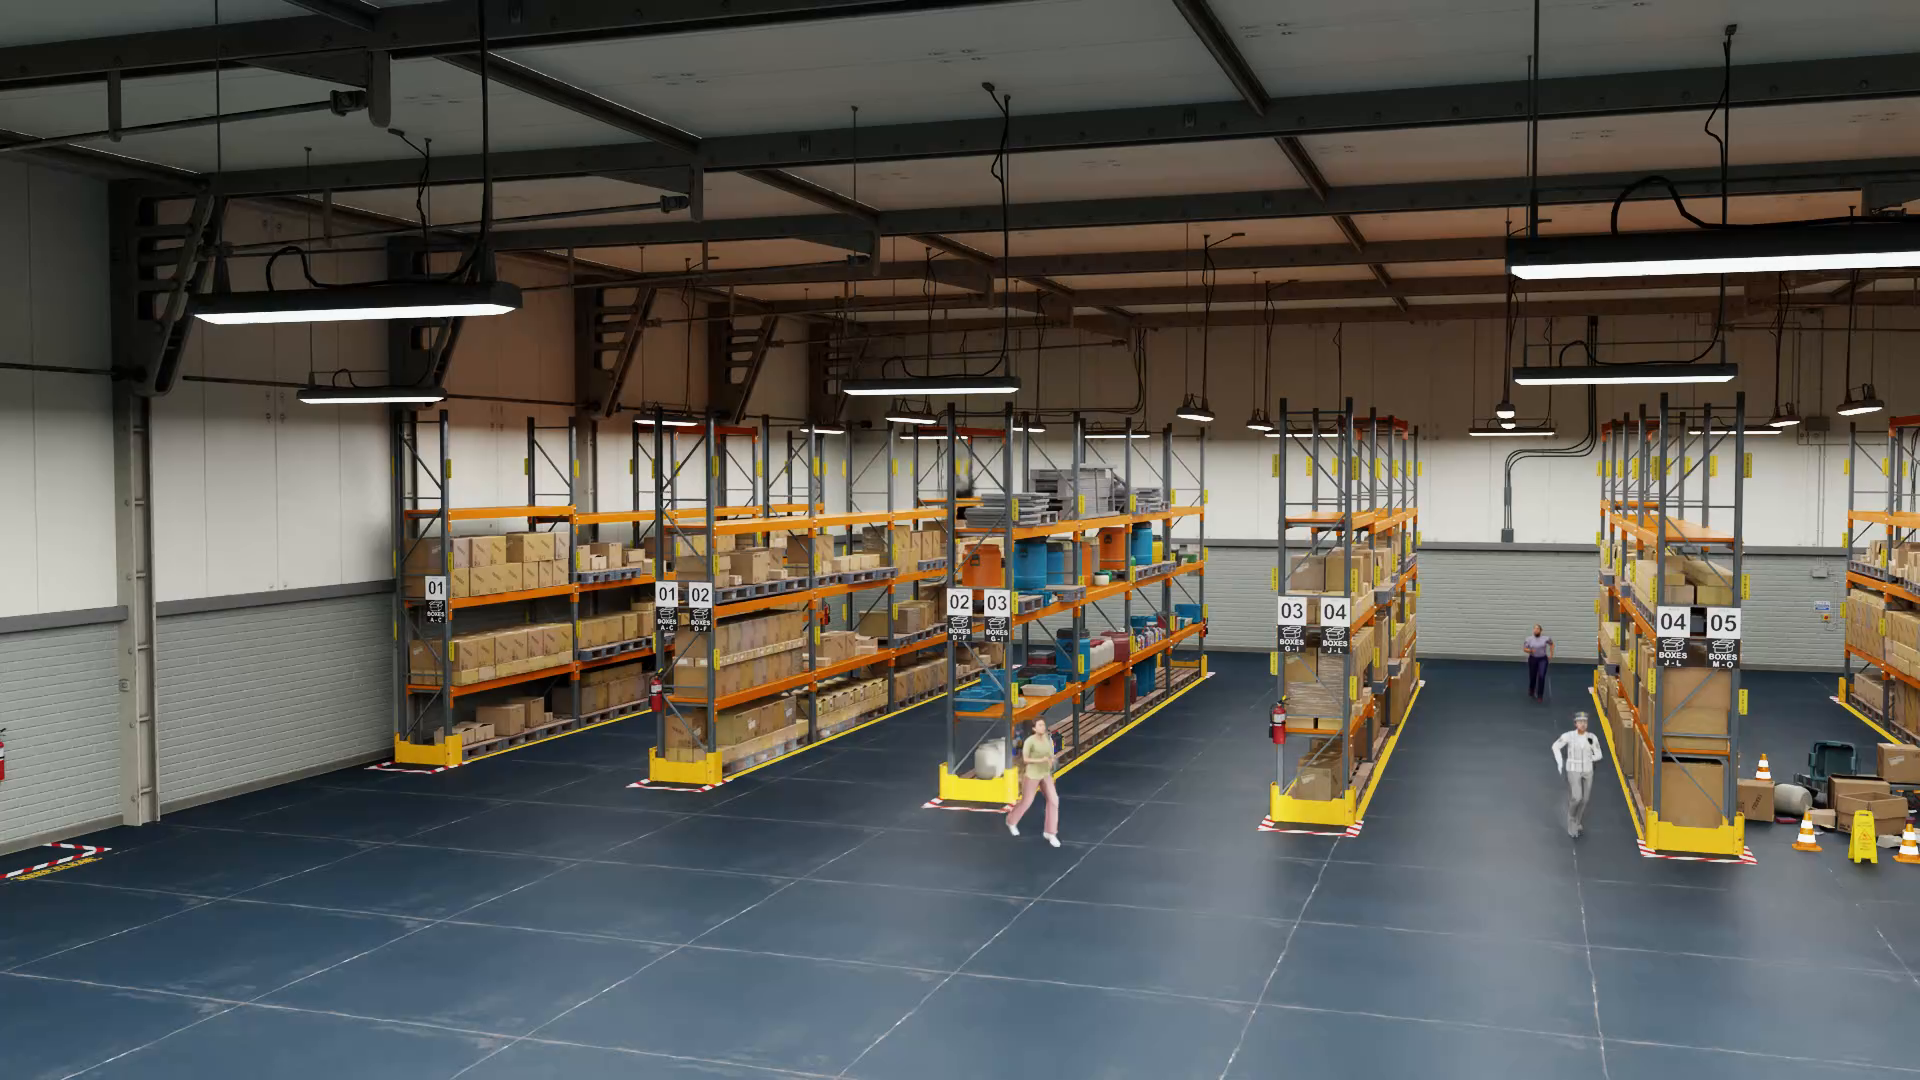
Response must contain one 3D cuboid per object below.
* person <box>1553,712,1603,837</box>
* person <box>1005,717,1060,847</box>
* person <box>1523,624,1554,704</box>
[{"bbox_3d":[8.437,3.185,22.645,0.579,1.706,0.685,0,2,2],"label":"person"},{"bbox_3d":[0.999,3.209,22.323,0.584,1.708,0.901,-2,3,-38],"label":"person"},{"bbox_3d":[12.460,2.663,35.827,0.614,1.658,0.929,1,3,24],"label":"person"}]
